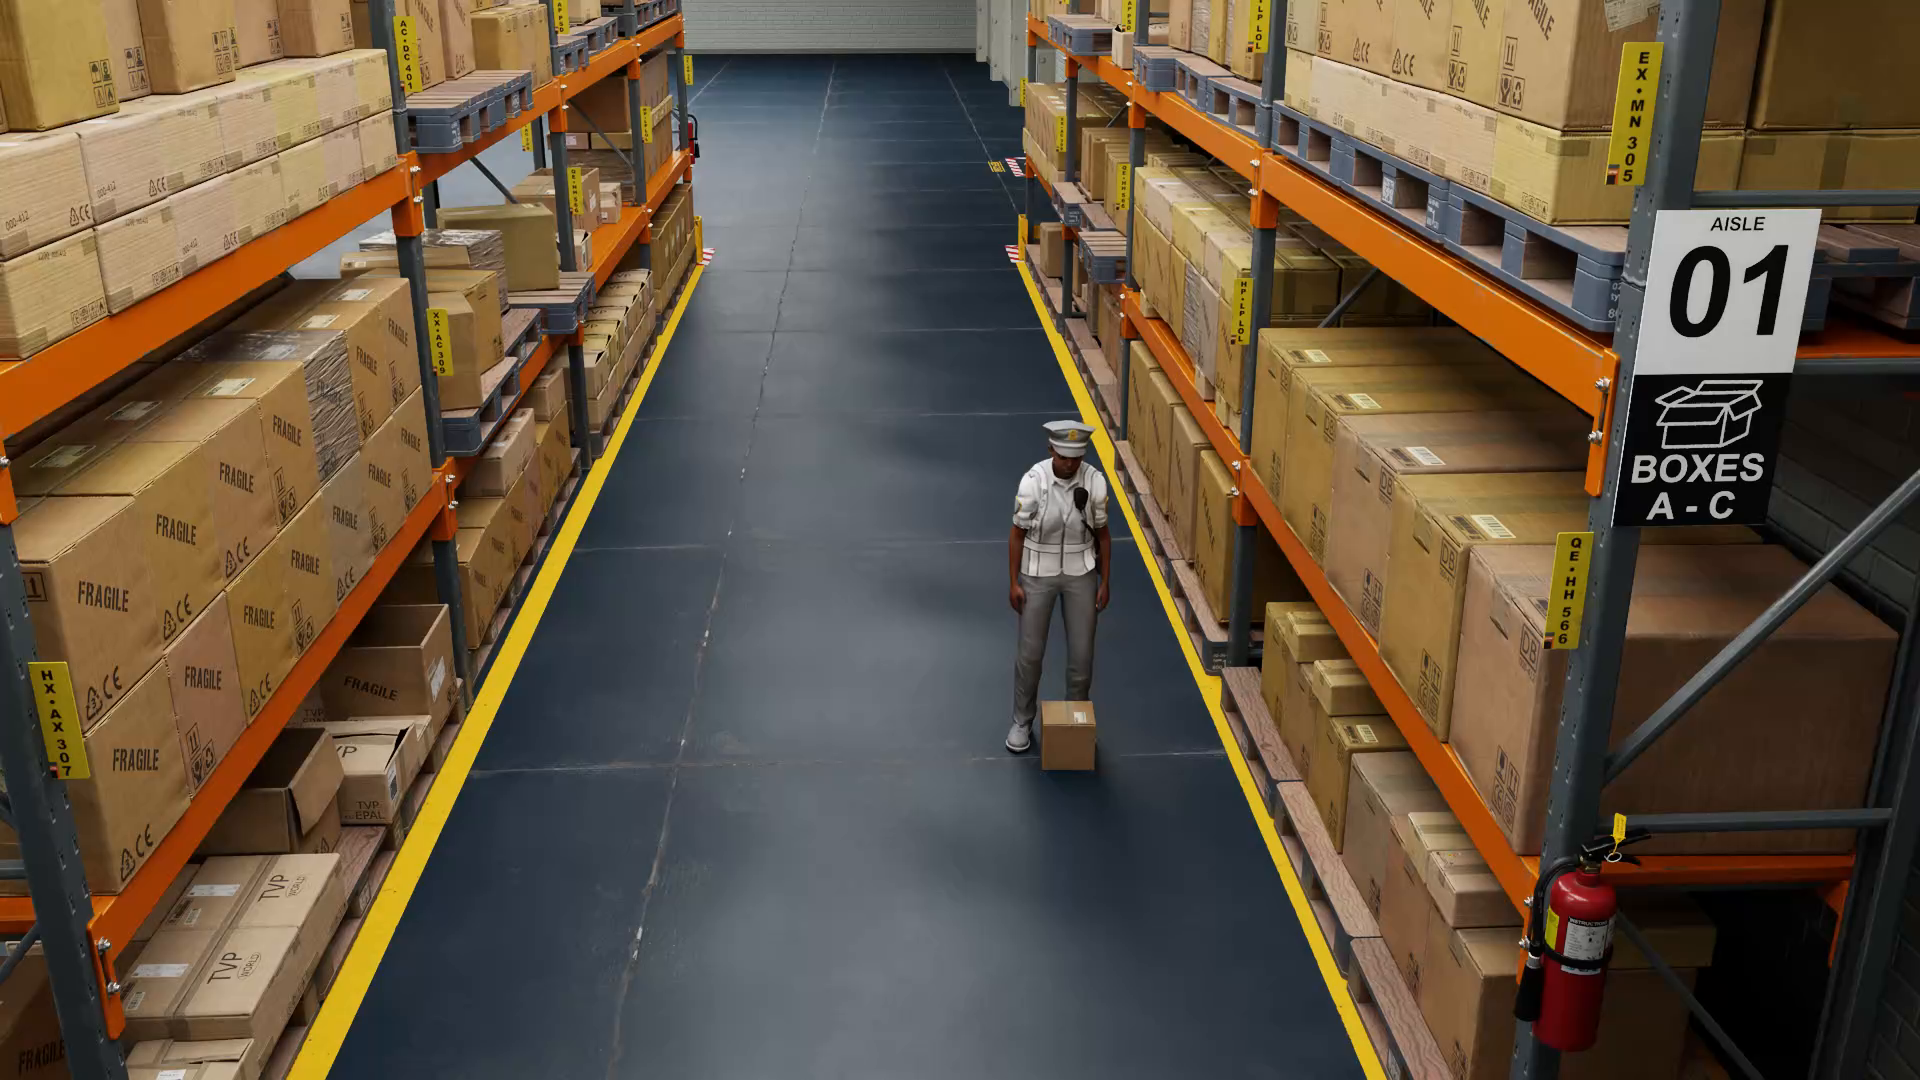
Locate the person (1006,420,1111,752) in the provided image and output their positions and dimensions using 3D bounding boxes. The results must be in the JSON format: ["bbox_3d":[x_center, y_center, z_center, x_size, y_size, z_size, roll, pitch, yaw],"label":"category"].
[{"bbox_3d":[0.475,0.205,8.029,0.507,1.659,0.392,-1,21,-3],"label":"person"}]
